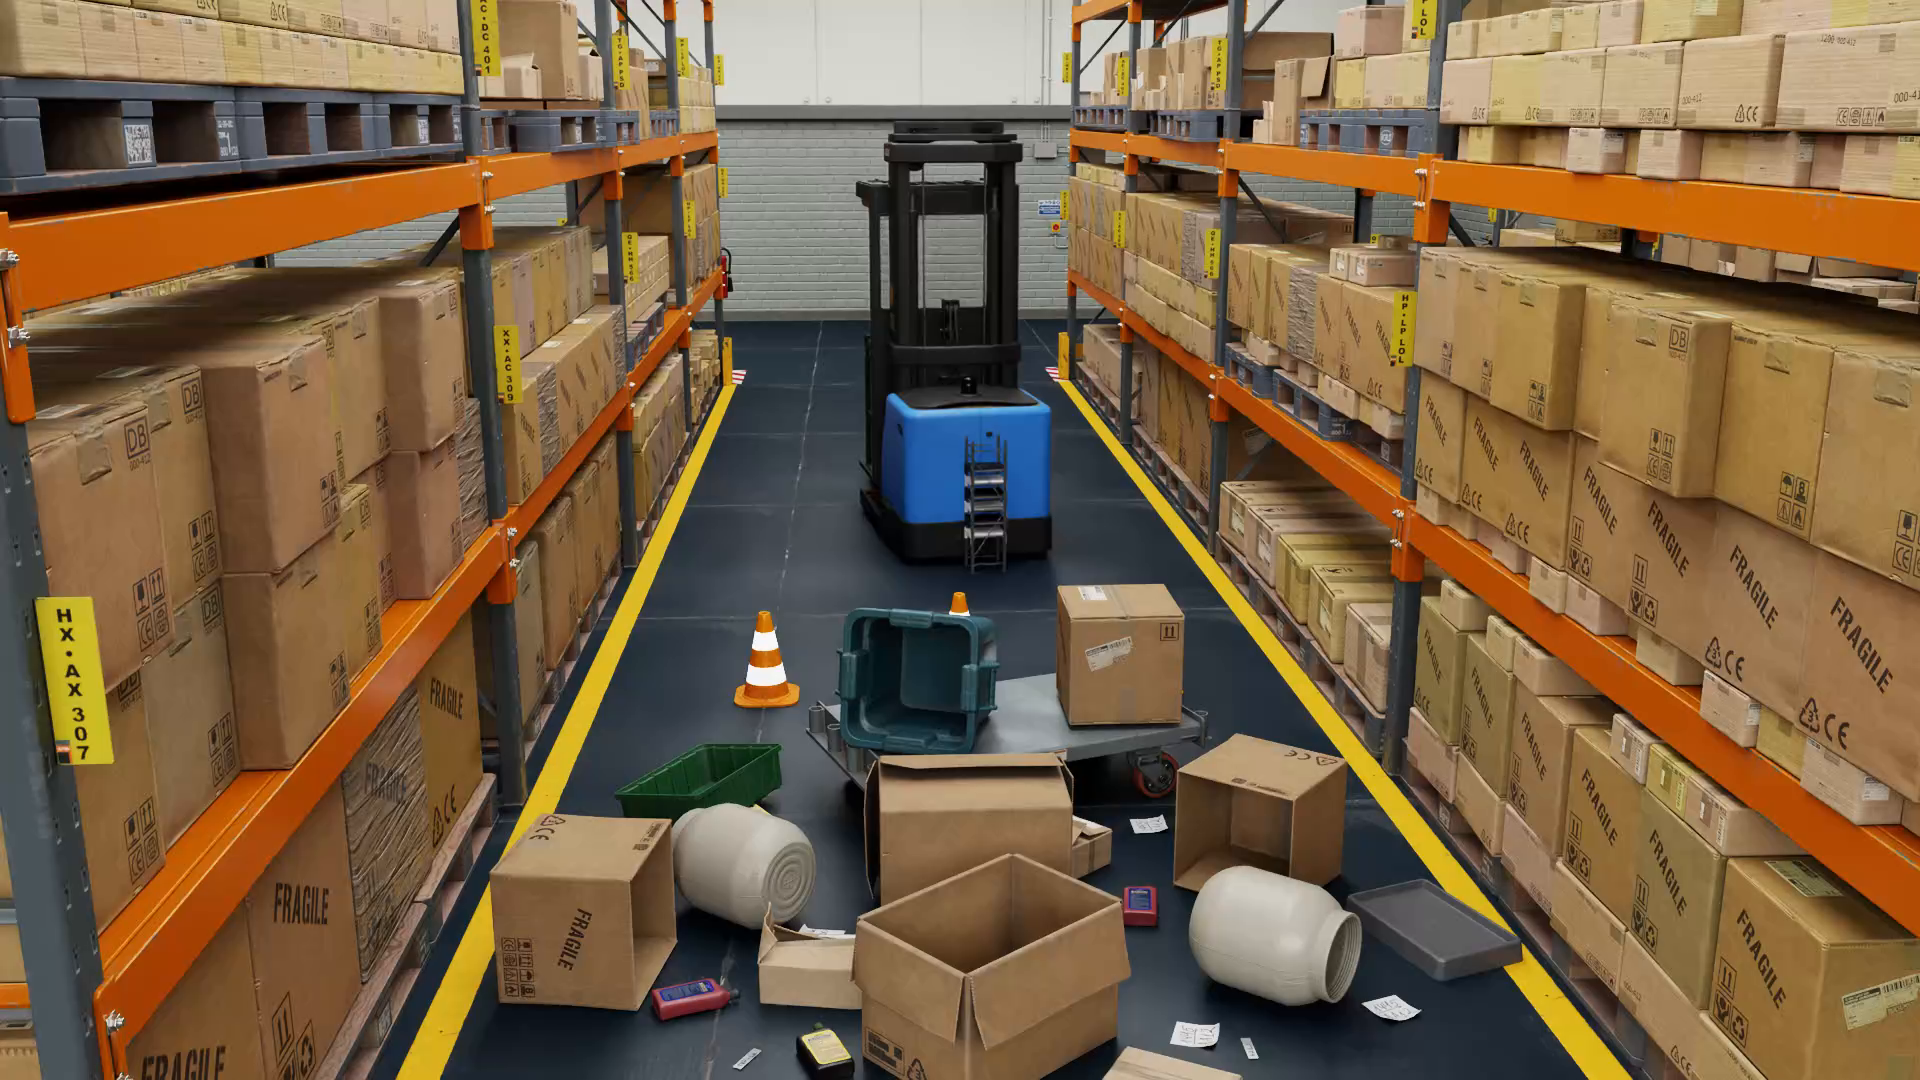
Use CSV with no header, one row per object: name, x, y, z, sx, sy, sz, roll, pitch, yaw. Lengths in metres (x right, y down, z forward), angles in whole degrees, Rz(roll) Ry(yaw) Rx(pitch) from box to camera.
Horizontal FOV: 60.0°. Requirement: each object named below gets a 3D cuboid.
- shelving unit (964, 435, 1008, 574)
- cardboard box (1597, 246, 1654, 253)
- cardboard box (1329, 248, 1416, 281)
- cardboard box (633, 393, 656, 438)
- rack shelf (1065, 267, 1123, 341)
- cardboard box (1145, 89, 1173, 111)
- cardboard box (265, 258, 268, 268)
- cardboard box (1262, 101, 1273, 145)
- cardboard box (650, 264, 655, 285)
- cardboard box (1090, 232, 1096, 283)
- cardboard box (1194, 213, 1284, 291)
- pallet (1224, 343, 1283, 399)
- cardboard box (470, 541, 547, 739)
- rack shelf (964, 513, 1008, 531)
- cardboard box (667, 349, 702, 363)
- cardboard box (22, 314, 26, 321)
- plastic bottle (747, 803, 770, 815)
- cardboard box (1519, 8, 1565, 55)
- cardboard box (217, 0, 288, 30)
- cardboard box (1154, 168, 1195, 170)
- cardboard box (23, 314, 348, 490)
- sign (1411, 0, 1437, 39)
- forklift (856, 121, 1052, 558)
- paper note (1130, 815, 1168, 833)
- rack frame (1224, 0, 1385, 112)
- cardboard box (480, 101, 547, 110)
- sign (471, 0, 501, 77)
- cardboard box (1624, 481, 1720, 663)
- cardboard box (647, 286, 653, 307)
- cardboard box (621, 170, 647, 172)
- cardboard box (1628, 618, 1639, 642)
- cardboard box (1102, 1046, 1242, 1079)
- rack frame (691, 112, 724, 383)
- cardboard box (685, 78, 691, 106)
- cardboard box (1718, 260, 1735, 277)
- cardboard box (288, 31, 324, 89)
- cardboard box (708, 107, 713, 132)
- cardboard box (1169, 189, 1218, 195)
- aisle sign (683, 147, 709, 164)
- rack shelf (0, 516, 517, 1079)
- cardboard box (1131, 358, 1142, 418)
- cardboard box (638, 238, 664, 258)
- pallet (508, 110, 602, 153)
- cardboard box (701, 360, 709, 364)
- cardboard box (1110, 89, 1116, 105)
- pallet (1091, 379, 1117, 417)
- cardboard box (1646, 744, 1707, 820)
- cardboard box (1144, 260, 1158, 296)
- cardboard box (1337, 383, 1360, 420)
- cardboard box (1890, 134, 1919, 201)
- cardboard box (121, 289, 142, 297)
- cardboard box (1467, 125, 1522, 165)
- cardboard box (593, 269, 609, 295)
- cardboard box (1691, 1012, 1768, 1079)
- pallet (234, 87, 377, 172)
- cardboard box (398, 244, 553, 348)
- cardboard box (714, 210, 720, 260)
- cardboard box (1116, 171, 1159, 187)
shelving unit,0.172,-0.238,11.145,0.258,0.900,0.210,-3,15,-11
cardboard box,6.627,-2.754,16.416,0.500,0.250,0.500,-1,14,-3
cardboard box,2.139,-1.429,8.618,0.380,0.149,0.250,-2,15,-6
cardboard box,-2.525,-0.919,12.248,0.500,0.250,0.500,-1,14,-4
rack shelf,1.870,-2.507,17.195,1.077,0.370,4.000,-1,14,-3
cardboard box,1.723,-3.581,13.531,0.380,0.166,0.250,-2,15,-7
cardboard box,-7.794,-2.995,18.150,0.380,0.149,0.250,-1,14,-2
cardboard box,2.107,-2.607,10.387,0.396,0.266,0.258,-1,14,-3
cardboard box,-2.653,-2.127,13.336,0.380,0.149,0.250,-2,15,-6
cardboard box,1.609,-2.901,17.081,0.500,0.500,0.500,0,14,-2
cardboard box,1.948,-2.021,11.652,0.500,0.500,0.500,-1,14,-5
pallet,2.392,-1.095,10.647,1.213,0.211,1.003,-1,14,-3
cardboard box,-2.573,0.466,7.867,1.050,0.750,0.750,-1,14,-4
rack shelf,0.172,-0.119,11.176,0.258,0.077,0.200,-3,15,-11
cardboard box,-2.826,-1.845,16.863,0.380,0.149,0.250,-1,14,-3
cardboard box,-7.506,-1.764,12.661,0.500,0.500,0.500,-1,14,-3
plastic bottle,-0.921,1.201,7.234,0.133,0.061,0.283,-9,17,-32
cardboard box,2.225,-1.807,5.912,0.380,0.149,0.250,-1,14,-4
cardboard box,-2.035,-1.424,4.181,0.500,0.250,0.500,-1,14,-4
cardboard box,2.158,-3.667,16.748,0.380,0.149,0.250,-1,14,-3
cardboard box,-2.369,-0.367,4.966,0.875,0.550,0.500,-1,14,-3
sign,1.936,-2.253,6.915,0.100,0.325,0.005,-1,14,-3
forklift,-0.164,-1.618,12.433,1.130,2.935,3.031,-3,15,-11
paper note,0.819,1.227,7.194,0.148,0.019,0.142,-1,14,-3
rack frame,2.242,-4.269,10.558,1.000,3.000,0.127,-1,14,-3
cardboard box,-2.982,-2.901,11.061,0.500,0.500,0.500,-1,14,-3
sign,-1.891,-2.017,6.631,0.100,0.325,0.005,-1,14,-3
cardboard box,2.375,0.054,4.999,0.500,0.500,0.500,-1,14,-4
cardboard box,-2.634,-1.919,13.125,0.380,0.149,0.250,0,14,-1
cardboard box,-3.295,-3.302,16.036,0.500,0.500,0.500,-1,14,-2
cardboard box,2.425,0.278,5.431,0.380,0.149,0.250,-1,14,-3
cardboard box,0.640,1.712,5.073,0.380,0.149,0.250,7,16,26
rack frame,-3.188,-3.251,18.644,1.000,3.000,0.127,-1,14,-3
cardboard box,-2.757,-4.126,15.321,0.500,0.250,0.500,-1,14,-4
cardboard box,6.651,-2.223,14.072,0.396,0.266,0.258,0,14,-1
cardboard box,-1.993,-1.322,4.587,0.380,0.149,0.250,-1,14,-3
cardboard box,-2.857,-4.396,17.372,0.500,0.250,0.500,-1,14,-3
cardboard box,2.206,-3.013,15.510,0.500,0.500,0.500,-1,14,-3
aisle sign,-2.893,-4.533,18.408,0.394,0.787,0.004,-1,14,-3
rack shelf,-2.321,0.579,5.201,1.077,0.370,4.000,-1,14,-3
cardboard box,2.062,-1.479,16.052,0.875,0.438,0.875,-1,14,-4
cardboard box,-2.703,-2.463,14.046,0.380,0.149,0.250,-1,14,-5
pallet,-2.528,-2.186,8.861,1.003,0.211,1.213,0,14,-1
cardboard box,-2.795,-1.769,17.165,0.380,0.149,0.250,0,14,-1
cardboard box,1.618,-4.161,15.618,0.380,0.149,0.250,-1,14,-2
pallet,1.946,-1.502,17.441,1.003,0.211,1.213,-1,14,-3
cardboard box,2.325,0.729,5.041,0.380,0.149,0.250,-1,14,-3
cardboard box,1.805,-2.159,13.694,0.500,0.250,0.500,-1,14,-3
cardboard box,2.131,-0.703,8.402,0.380,0.149,0.250,-1,14,-4
cardboard box,2.388,-0.851,3.797,0.380,0.149,0.250,-1,14,-3
cardboard box,-7.584,-2.162,14.914,0.380,0.149,0.250,-1,14,-3
cardboard box,2.222,-1.552,6.524,0.380,0.149,0.250,-1,14,-3
cardboard box,-2.528,-1.751,11.278,0.380,0.149,0.250,-1,14,-3
cardboard box,2.417,1.552,4.651,0.500,0.250,0.500,-1,14,-4
pallet,-2.332,-1.170,4.714,1.003,0.211,1.213,-1,14,-3
cardboard box,-2.576,-1.302,8.861,0.700,0.500,0.500,-1,14,-4
cardboard box,-2.904,-3.336,18.175,0.500,0.500,0.500,-1,14,-2
cardboard box,1.710,-3.469,15.979,0.380,0.149,0.250,-1,14,-4
